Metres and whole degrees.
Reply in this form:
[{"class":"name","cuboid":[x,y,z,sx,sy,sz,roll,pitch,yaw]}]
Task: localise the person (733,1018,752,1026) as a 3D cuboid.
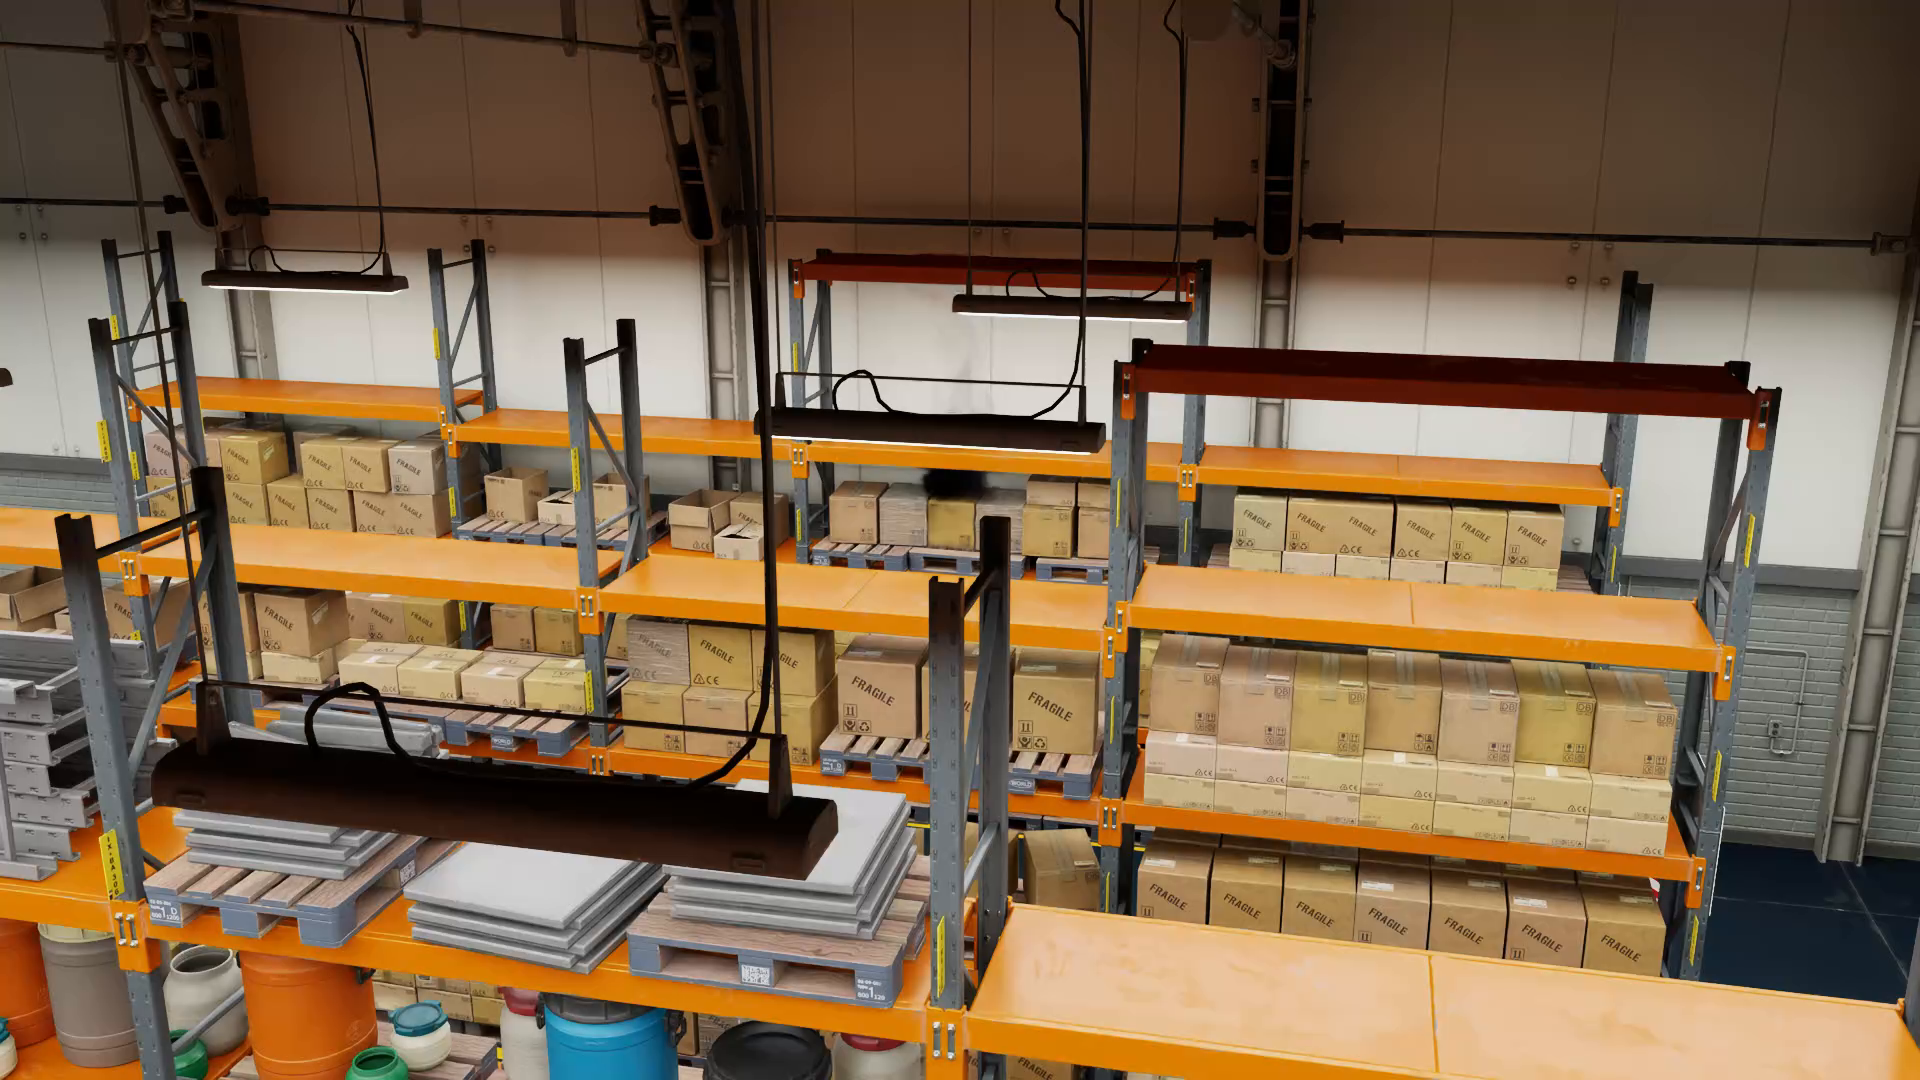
[{"class":"person","cuboid":[-1.341,4.030,11.670,0.840,1.683,0.642,2,16,6]}]
